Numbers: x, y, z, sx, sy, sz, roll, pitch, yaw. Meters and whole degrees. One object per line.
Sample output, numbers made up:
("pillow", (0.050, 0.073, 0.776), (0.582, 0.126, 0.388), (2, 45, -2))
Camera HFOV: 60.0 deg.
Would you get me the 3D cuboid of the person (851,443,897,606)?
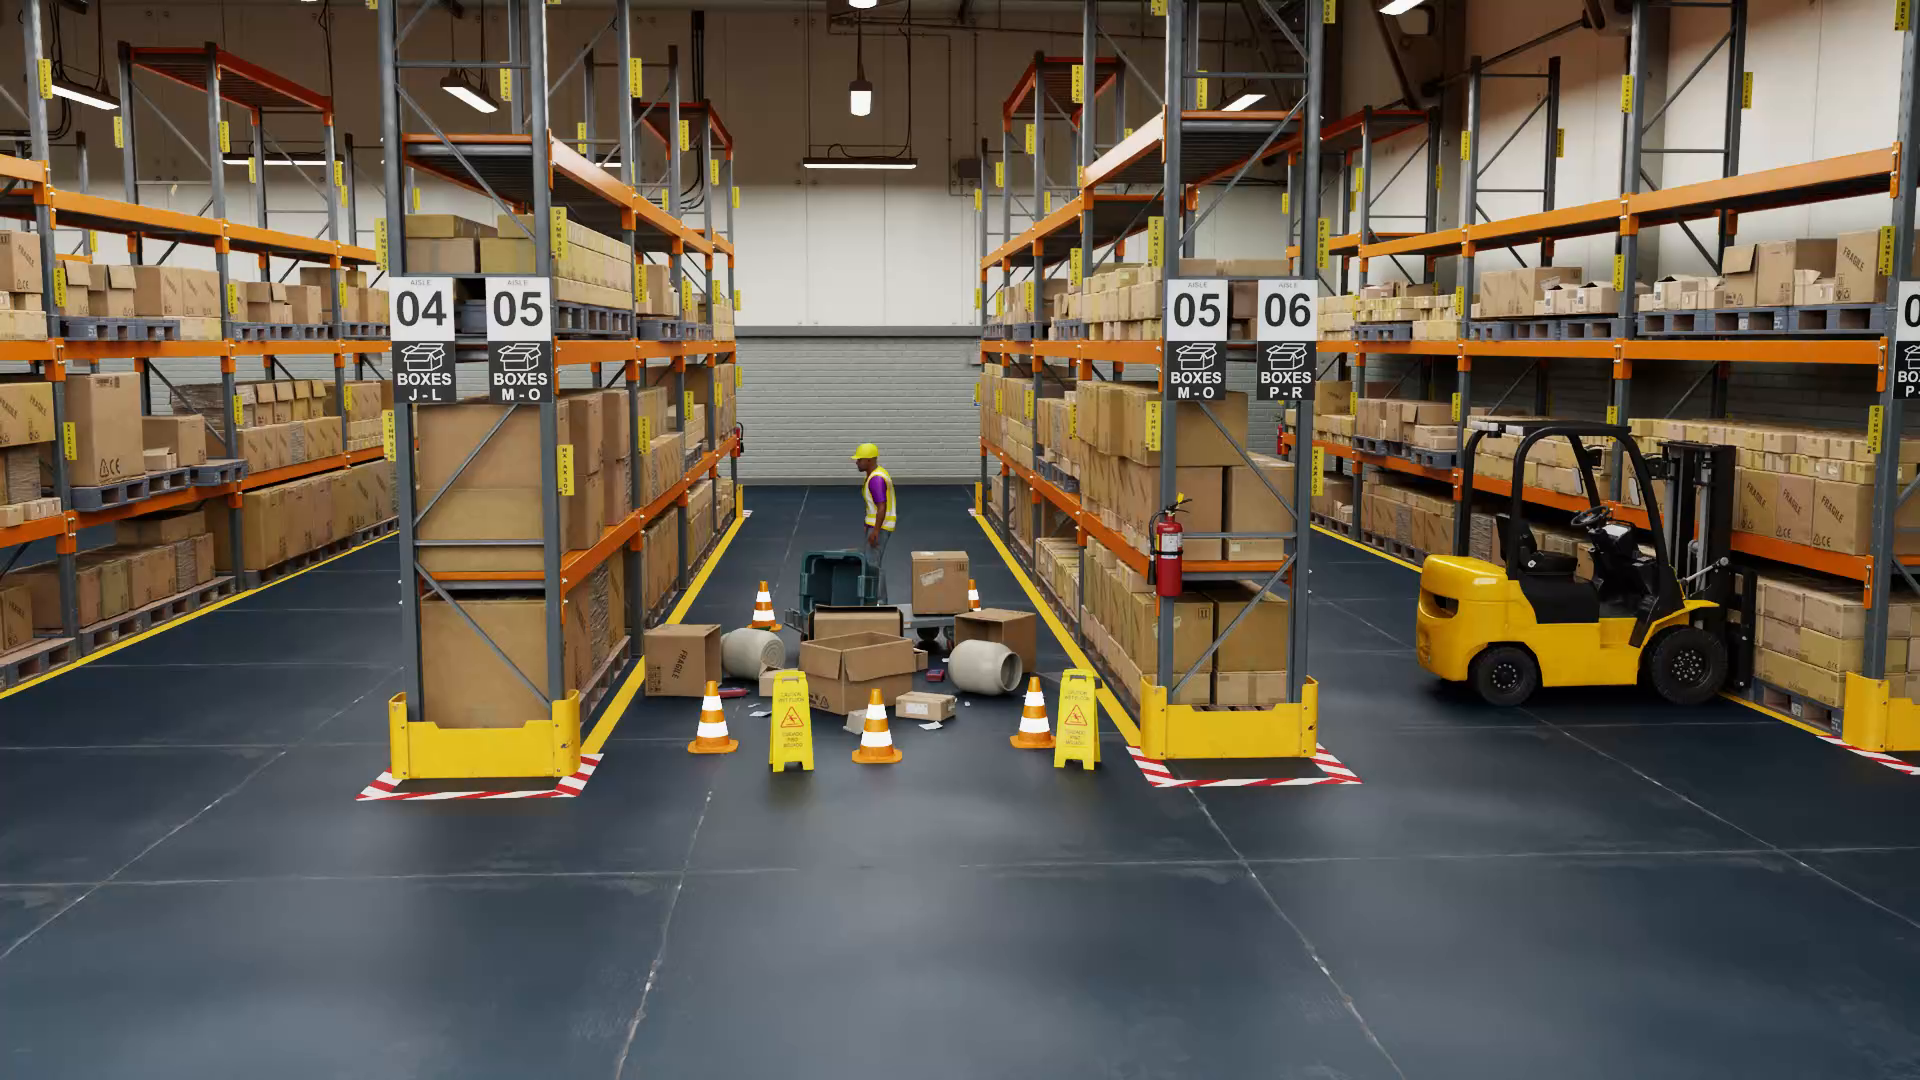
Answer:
("person", (-0.894, -0.124, 17.213), (0.462, 1.759, 0.632), (-1, 7, -7))
